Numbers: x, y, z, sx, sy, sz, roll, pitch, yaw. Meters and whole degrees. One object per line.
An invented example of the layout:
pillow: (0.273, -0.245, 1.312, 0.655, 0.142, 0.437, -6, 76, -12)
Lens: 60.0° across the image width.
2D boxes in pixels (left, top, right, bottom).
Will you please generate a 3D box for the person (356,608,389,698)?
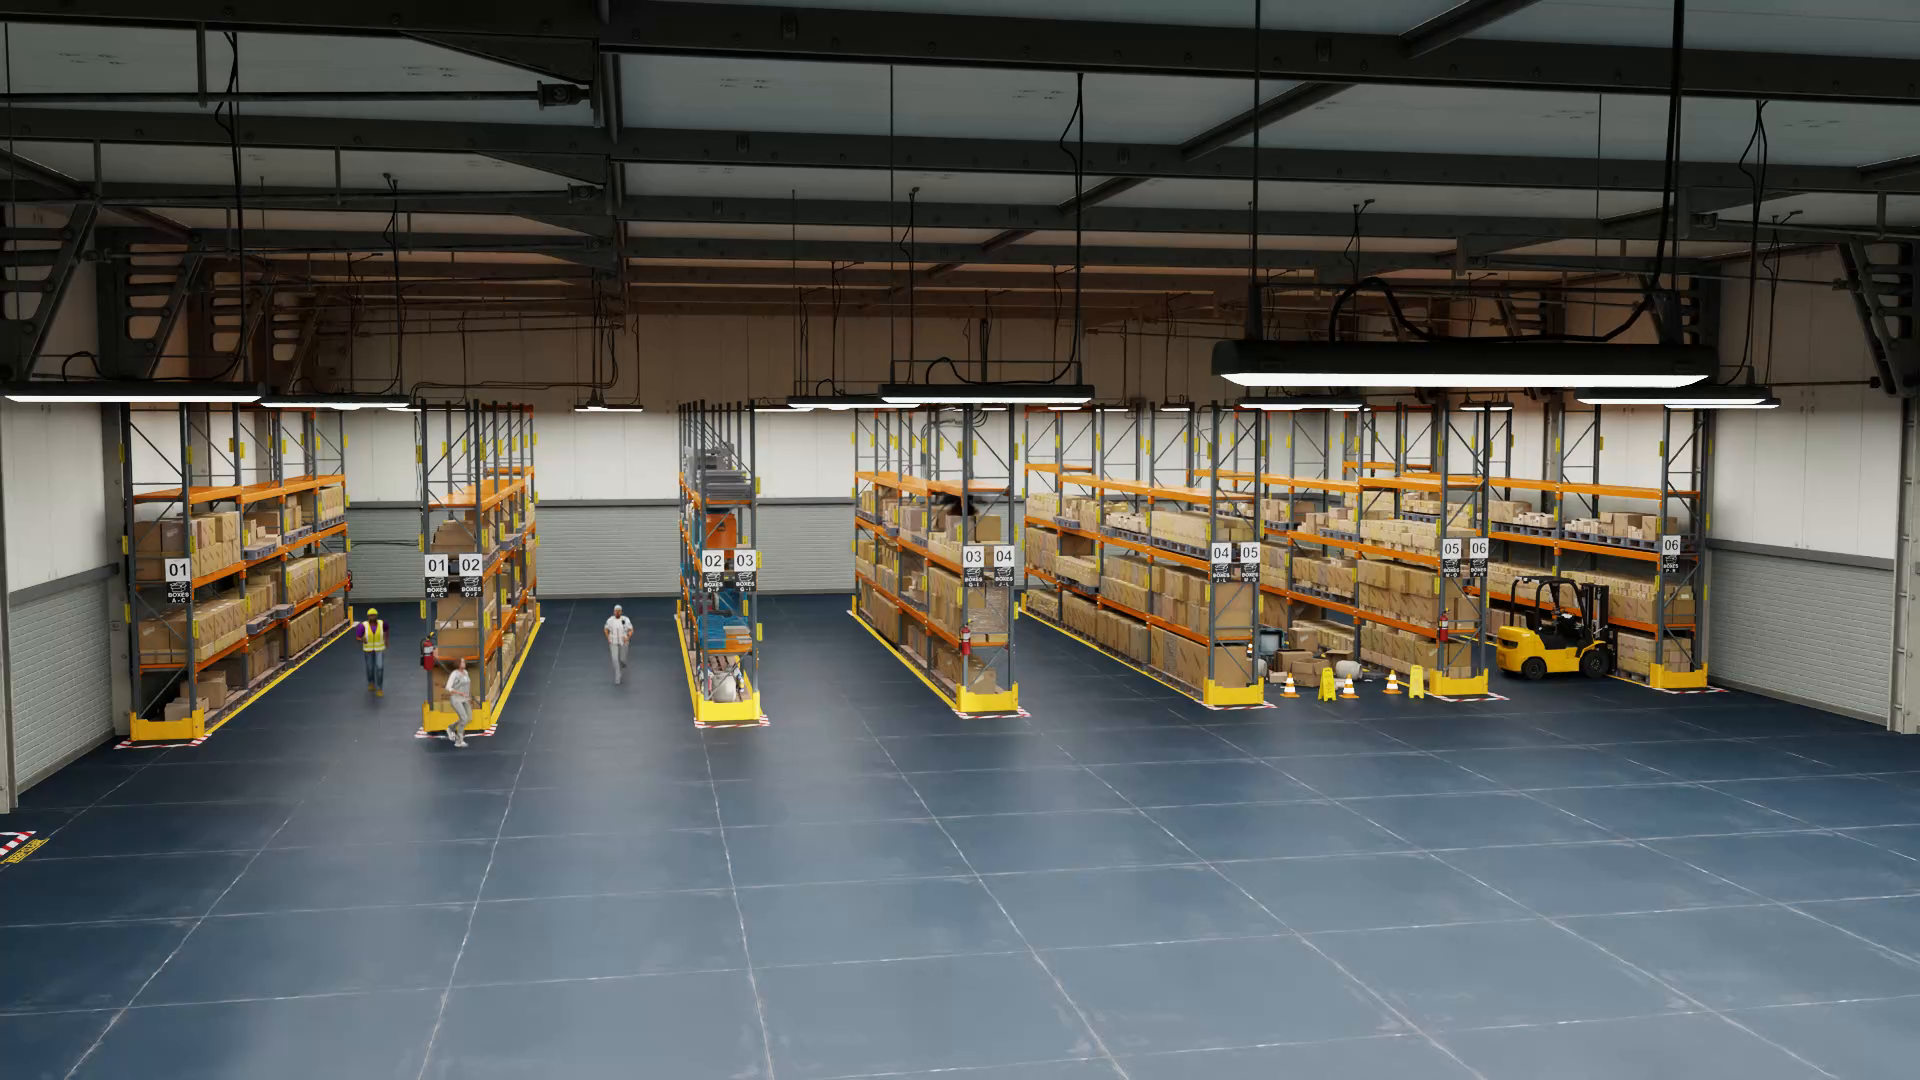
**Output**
person: (-11.975, 2.273, 33.915, 0.640, 1.796, 0.890, -1, 5, -18)

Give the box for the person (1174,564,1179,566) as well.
person: (5.780, 1.522, 44.297, 0.726, 1.750, 0.906, -1, 5, -17)

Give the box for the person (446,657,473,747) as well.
person: (-8.669, 2.804, 28.767, 0.569, 1.559, 0.561, 2, 5, 20)

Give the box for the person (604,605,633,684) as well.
person: (-7.333, 2.216, 35.740, 0.618, 1.648, 0.742, -1, 4, -10)
